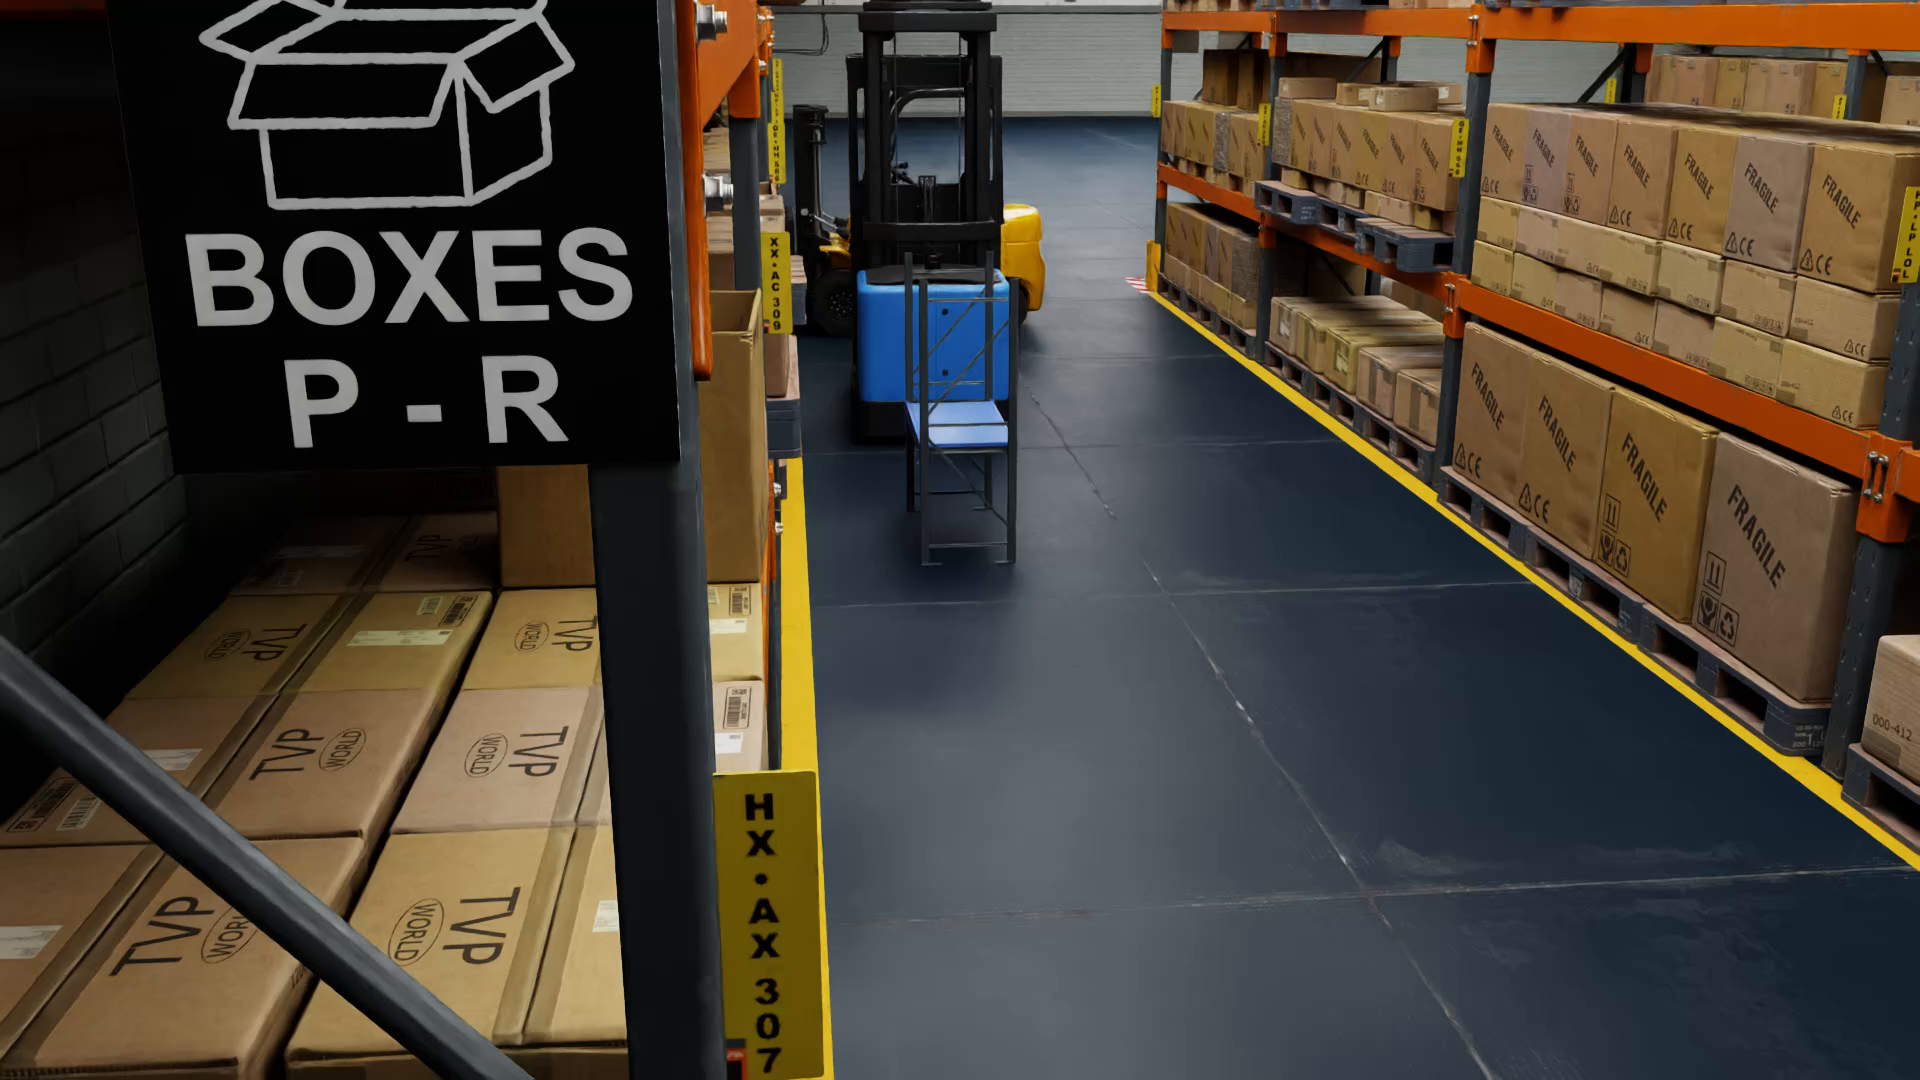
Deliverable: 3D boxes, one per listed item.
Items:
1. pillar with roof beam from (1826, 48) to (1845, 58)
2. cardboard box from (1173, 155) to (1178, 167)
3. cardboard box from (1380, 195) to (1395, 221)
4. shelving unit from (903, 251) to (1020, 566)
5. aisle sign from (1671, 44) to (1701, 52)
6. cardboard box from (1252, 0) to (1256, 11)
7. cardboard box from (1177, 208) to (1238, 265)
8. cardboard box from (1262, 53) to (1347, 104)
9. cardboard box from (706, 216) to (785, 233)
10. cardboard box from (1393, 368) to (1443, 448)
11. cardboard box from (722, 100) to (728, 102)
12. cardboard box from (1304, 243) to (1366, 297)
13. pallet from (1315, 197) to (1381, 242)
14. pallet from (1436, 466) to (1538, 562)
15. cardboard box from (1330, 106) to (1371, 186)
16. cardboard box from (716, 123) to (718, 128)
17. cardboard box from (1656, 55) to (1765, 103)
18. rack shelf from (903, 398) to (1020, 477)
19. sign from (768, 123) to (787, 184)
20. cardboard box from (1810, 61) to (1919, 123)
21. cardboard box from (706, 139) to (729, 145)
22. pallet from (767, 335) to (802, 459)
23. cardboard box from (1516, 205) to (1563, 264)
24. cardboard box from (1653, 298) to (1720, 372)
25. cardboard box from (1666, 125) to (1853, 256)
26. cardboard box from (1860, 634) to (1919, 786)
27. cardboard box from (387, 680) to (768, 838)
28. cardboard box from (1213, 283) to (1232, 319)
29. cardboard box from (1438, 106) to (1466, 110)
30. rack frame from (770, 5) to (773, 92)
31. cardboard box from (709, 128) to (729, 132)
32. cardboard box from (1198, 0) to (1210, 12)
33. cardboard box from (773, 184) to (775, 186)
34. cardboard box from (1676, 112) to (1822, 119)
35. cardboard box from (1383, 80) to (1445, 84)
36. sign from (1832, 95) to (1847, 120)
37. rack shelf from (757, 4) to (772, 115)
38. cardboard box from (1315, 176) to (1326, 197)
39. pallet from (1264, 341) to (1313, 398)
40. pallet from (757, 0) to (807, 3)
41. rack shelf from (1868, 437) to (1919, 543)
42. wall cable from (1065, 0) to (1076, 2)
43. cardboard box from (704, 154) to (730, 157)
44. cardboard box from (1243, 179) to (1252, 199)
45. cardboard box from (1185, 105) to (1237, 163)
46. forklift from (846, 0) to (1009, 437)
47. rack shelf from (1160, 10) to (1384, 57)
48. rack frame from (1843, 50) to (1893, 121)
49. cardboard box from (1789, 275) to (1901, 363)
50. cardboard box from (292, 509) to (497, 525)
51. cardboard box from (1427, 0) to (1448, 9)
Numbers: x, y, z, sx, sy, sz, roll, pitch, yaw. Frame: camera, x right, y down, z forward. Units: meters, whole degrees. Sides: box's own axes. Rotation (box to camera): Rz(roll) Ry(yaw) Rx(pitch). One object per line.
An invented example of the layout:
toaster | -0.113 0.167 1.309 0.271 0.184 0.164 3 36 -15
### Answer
pillar with roof beam | 20.760 -16.376 46.317 9.100 9.000 0.400 -2 18 -6
cardboard box | 2.395 -3.898 17.006 0.380 0.149 0.250 -2 18 -5
cardboard box | 2.935 -2.140 10.703 0.380 0.149 0.250 -3 18 -8
shelving unit | -0.009 -0.741 9.033 0.538 1.500 1.048 -2 18 -6
aisle sign | 7.770 -5.579 17.601 0.394 0.787 0.004 -2 18 -6
cardboard box | 2.653 -4.483 13.861 0.380 0.149 0.250 -2 18 -5
cardboard box | 2.435 -2.960 16.236 0.500 0.500 0.500 -2 18 -8
cardboard box | 3.093 -4.042 14.710 0.700 0.500 0.500 -2 18 -7
cardboard box | -1.014 -0.949 6.325 0.700 0.500 0.500 -2 17 -5
cardboard box | 3.342 -0.857 10.587 0.950 0.372 0.625 -3 18 -9
cardboard box | -1.848 -3.534 13.678 0.380 0.149 0.250 -2 18 -7
cardboard box | 3.186 -2.364 14.338 0.500 0.500 0.500 -1 17 -3
pallet | 3.146 -2.239 11.622 1.003 0.211 1.213 -2 18 -6
pallet | 3.397 -0.175 9.381 1.003 0.211 1.213 -2 18 -6
cardboard box | 2.895 -2.726 11.487 0.500 0.500 0.500 -2 18 -8
cardboard box | -1.813 -3.394 13.729 0.380 0.149 0.250 -2 18 -6
cardboard box | 7.627 -4.623 16.841 0.875 0.550 0.550 -2 18 -6
rack shelf | -0.009 -0.569 9.087 0.538 0.185 1.000 -2 18 -6
sign | -1.007 -2.122 9.127 0.100 0.325 0.005 -2 18 -6
cardboard box | 7.888 -3.815 14.267 0.875 0.550 0.550 -2 18 -6
cardboard box | -1.541 -2.662 11.398 0.380 0.149 0.250 -2 18 -5
pallet | -1.107 -0.546 6.229 1.003 0.211 1.213 -2 18 -6
cardboard box | 3.250 -1.597 8.670 0.500 0.250 0.500 -1 17 -4
cardboard box | 3.422 -0.907 7.310 0.500 0.250 0.500 -2 18 -7
cardboard box | 3.414 -1.506 7.131 0.500 0.500 0.500 -1 17 -4
cardboard box | 3.761 0.662 5.637 0.875 0.438 0.875 -2 18 -6
cardboard box | -0.552 0.432 2.548 0.500 0.250 0.500 -2 17 -5
cardboard box | 2.585 -2.149 14.903 0.500 0.250 0.500 -2 18 -7
cardboard box | 3.408 -2.736 11.519 0.500 0.500 0.500 -2 18 -8
rack frame | -2.371 -3.971 16.819 1.000 3.000 0.127 -2 18 -6
cardboard box | -1.703 -3.042 12.608 0.380 0.149 0.250 -1 17 -4
cardboard box | 2.414 -4.943 15.326 0.380 0.149 0.250 -2 17 -5
cardboard box | -1.435 -2.200 10.593 0.500 0.250 0.500 -2 18 -7
cardboard box | 3.810 -1.820 8.131 0.500 0.500 0.500 -2 18 -6
cardboard box | 3.334 -3.298 12.226 0.380 0.149 0.250 -2 18 -7
sign | 7.339 -3.550 13.900 0.100 0.325 0.005 -2 18 -6
rack shelf | -1.340 -2.080 6.987 1.077 0.370 4.000 -2 18 -6
cardboard box | 2.828 -2.605 12.186 0.380 0.149 0.250 -2 17 -5
pallet | 3.060 -1.372 13.194 1.003 0.211 1.213 -2 18 -6
pallet | -1.131 -1.934 5.635 1.213 0.211 1.003 -2 18 -6
rack shelf | 4.010 0.389 4.132 1.077 0.370 4.000 -2 18 -6
wall cable | 4.166 -18.366 46.976 2.305 6.003 0.169 -2 18 -6
cardboard box | -1.406 -2.282 10.187 0.380 0.149 0.250 -2 17 -5
cardboard box | 2.609 -2.975 14.063 0.380 0.149 0.250 -1 17 -4
cardboard box | 2.449 -3.860 15.800 0.500 0.500 0.500 -2 18 -7
forklift | -0.267 -2.483 12.193 1.130 2.935 3.031 -1 17 -4
rack shelf | 2.772 -4.618 15.071 1.077 0.370 4.000 -2 18 -6
rack frame | 7.891 -3.117 14.098 1.000 3.000 0.127 -2 18 -6
cardboard box | 3.516 -0.841 6.265 0.500 0.250 0.500 -2 18 -6
cardboard box | -1.241 -0.007 3.947 0.500 0.250 0.500 -1 17 -4
cardboard box | 3.303 -3.504 10.155 0.700 0.500 0.500 -2 18 -6
